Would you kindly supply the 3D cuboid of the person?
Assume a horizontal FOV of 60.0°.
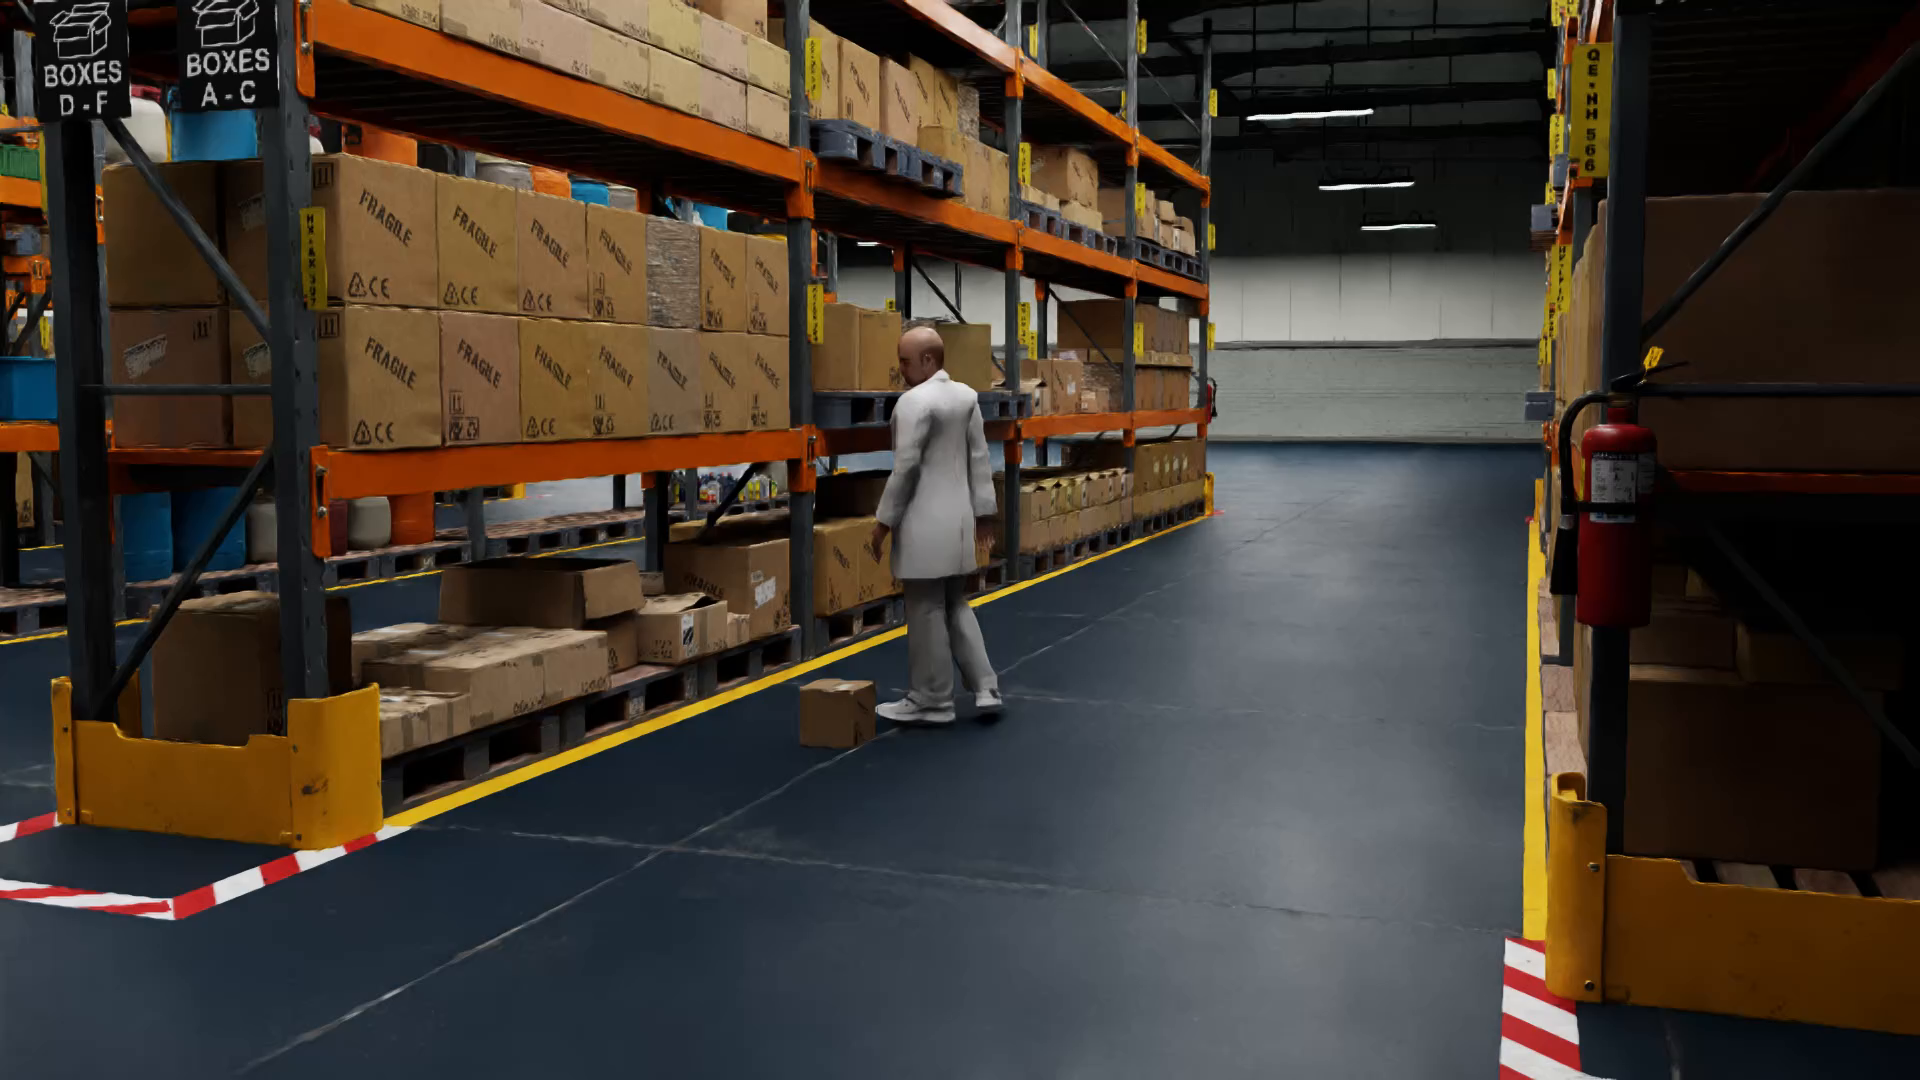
[{"bbox_3d":[-0.095,-0.067,7.531,0.501,1.779,0.706,3,6,29],"label":"person"}]
